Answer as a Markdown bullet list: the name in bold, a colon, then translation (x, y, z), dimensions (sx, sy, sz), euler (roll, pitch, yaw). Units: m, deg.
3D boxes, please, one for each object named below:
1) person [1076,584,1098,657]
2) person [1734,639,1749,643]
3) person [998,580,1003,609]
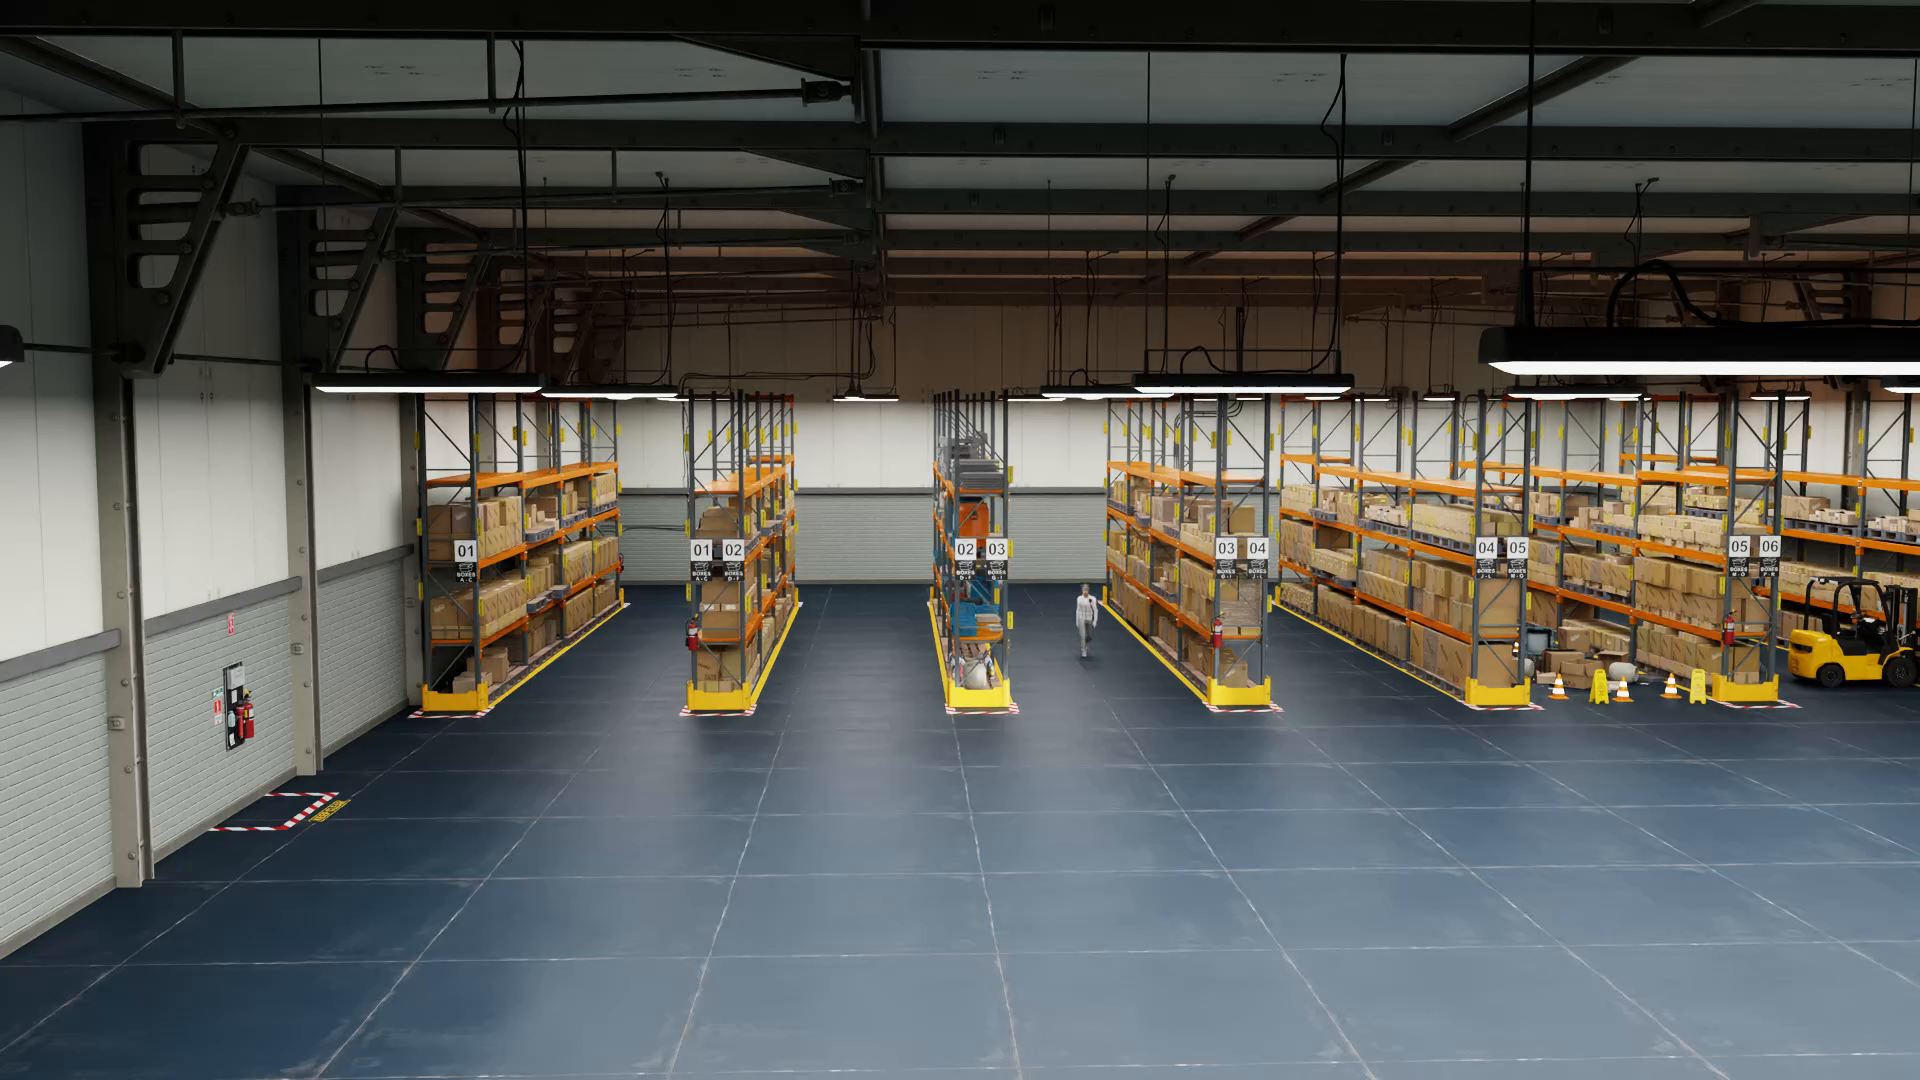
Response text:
- **person**: translation (2.890, 1.799, 37.875), dimensions (0.479, 1.642, 0.832), euler (0, 5, -5)
- **person**: translation (17.121, 1.998, 36.268), dimensions (0.464, 1.553, 0.659), euler (-2, 5, -18)
- **person**: translation (1.029, 1.197, 45.213), dimensions (0.507, 1.616, 1.022), euler (-1, 5, -12)
